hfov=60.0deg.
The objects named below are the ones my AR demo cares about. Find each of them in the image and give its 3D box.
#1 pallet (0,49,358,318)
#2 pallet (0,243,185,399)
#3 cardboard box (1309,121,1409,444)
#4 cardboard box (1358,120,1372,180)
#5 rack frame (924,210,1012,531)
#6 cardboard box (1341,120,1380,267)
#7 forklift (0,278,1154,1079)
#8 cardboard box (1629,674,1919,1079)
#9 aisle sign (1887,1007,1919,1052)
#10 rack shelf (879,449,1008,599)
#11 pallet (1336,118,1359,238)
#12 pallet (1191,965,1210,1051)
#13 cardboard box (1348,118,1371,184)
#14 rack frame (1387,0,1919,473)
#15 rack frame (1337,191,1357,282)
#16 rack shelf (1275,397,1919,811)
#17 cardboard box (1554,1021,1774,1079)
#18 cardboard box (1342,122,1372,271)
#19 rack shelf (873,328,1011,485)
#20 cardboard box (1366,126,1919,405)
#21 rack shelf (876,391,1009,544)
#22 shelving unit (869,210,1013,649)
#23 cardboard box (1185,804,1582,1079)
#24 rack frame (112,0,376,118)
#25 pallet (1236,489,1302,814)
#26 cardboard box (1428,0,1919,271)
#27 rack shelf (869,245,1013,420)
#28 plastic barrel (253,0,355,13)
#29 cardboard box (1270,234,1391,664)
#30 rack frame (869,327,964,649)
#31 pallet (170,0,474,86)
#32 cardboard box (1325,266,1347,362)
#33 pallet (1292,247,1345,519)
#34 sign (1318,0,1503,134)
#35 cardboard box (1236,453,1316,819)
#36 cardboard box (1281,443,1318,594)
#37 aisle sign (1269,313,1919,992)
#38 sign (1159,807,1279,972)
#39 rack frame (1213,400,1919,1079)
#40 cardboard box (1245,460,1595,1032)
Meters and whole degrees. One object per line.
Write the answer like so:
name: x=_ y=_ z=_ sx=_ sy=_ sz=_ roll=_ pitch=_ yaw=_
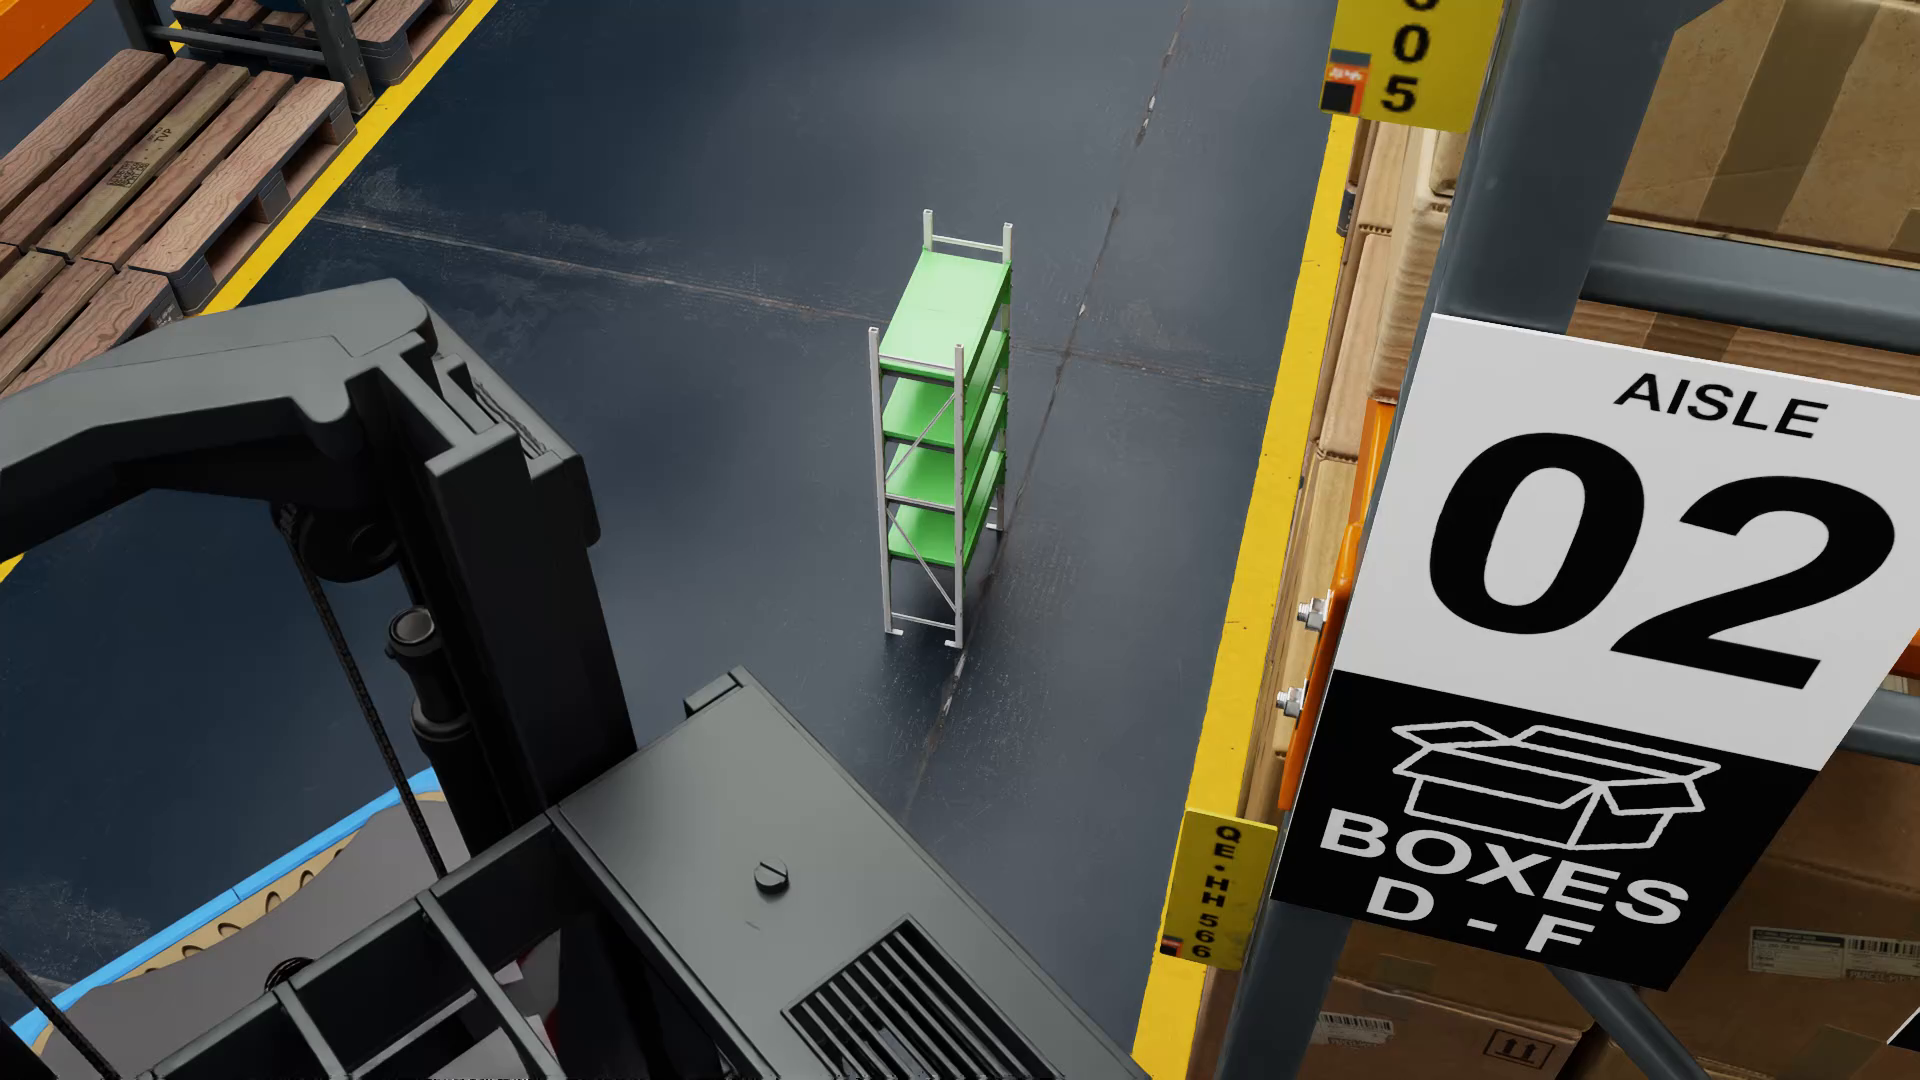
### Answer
pallet: x=-3.058 y=-1.393 z=6.338 sx=1.003 sy=0.211 sz=1.213 roll=12 pitch=50 yaw=10
pallet: x=-3.378 y=-0.508 z=5.557 sx=1.003 sy=0.211 sz=1.213 roll=12 pitch=50 yaw=10
cardboard box: x=0.939 y=-0.463 z=2.925 sx=0.500 sy=0.500 sz=0.500 roll=13 pitch=50 yaw=11
cardboard box: x=1.347 y=-1.222 z=4.261 sx=0.500 sy=0.500 sz=0.500 roll=12 pitch=50 yaw=11
rack frame: x=0.021 y=-0.454 z=4.850 sx=0.240 sy=1.200 sz=0.015 roll=12 pitch=50 yaw=10
cardboard box: x=1.074 y=-0.835 z=3.253 sx=0.500 sy=0.500 sz=0.500 roll=13 pitch=50 yaw=11
forklift: x=-0.443 y=1.251 z=2.191 sx=1.130 sy=2.935 sz=3.031 roll=-33 pitch=56 yaw=-26
cardboard box: x=1.194 y=0.385 z=2.176 sx=0.500 sy=0.500 sz=0.500 roll=13 pitch=50 yaw=11
aisle sign: x=1.088 y=0.265 z=1.281 sx=0.394 sy=0.787 sz=0.004 roll=12 pitch=50 yaw=10
rack shelf: x=-0.044 y=-0.076 z=4.922 sx=0.258 sy=0.148 sz=0.480 roll=12 pitch=50 yaw=10
pallet: x=2.053 y=-1.548 z=6.475 sx=1.003 sy=0.211 sz=1.213 roll=12 pitch=50 yaw=10
pallet: x=1.052 y=1.309 z=3.954 sx=1.003 sy=0.211 sz=1.213 roll=12 pitch=50 yaw=10
cardboard box: x=1.729 y=-1.607 z=6.041 sx=0.500 sy=0.500 sz=0.500 roll=11 pitch=50 yaw=10
rack frame: x=0.823 y=-0.967 z=0.101 sx=1.000 sy=3.000 sz=0.127 roll=12 pitch=50 yaw=10
rack frame: x=1.875 y=-1.875 z=4.904 sx=1.000 sy=3.000 sz=0.127 roll=12 pitch=50 yaw=10
rack shelf: x=1.349 y=-1.183 z=2.772 sx=1.077 sy=0.370 sz=4.000 roll=12 pitch=50 yaw=10
cardboard box: x=1.194 y=0.716 z=2.550 sx=0.500 sy=0.500 sz=0.500 roll=13 pitch=50 yaw=11
cardboard box: x=1.213 y=-0.861 z=3.942 sx=0.500 sy=0.500 sz=0.500 roll=11 pitch=50 yaw=10
rack shelf: x=-0.044 y=-0.394 z=4.562 sx=0.258 sy=0.148 sz=0.480 roll=12 pitch=50 yaw=10
cardboard box: x=0.703 y=-0.348 z=1.656 sx=0.500 sy=0.250 sz=0.500 roll=12 pitch=50 yaw=10
rack shelf: x=-0.044 y=-0.235 z=4.742 sx=0.258 sy=0.148 sz=0.480 roll=12 pitch=50 yaw=10
shelving unit: x=-0.044 y=-0.277 z=4.694 sx=0.258 sy=1.200 sz=0.503 roll=12 pitch=50 yaw=10
cardboard box: x=0.678 y=0.608 z=2.646 sx=0.500 sy=0.500 sz=0.500 roll=13 pitch=50 yaw=11
rack frame: x=-2.902 y=-2.855 z=5.769 sx=1.000 sy=3.000 sz=0.127 roll=12 pitch=50 yaw=10
pallet: x=1.375 y=0.430 z=4.730 sx=1.003 sy=0.211 sz=1.213 roll=12 pitch=50 yaw=10
cardboard box: x=0.712 y=-0.512 z=1.467 sx=0.500 sy=0.250 sz=0.500 roll=12 pitch=50 yaw=10
rack shelf: x=-0.044 y=-0.553 z=4.383 sx=0.258 sy=0.148 sz=0.480 roll=12 pitch=50 yaw=10
plastic barrel: x=-2.743 y=-2.690 z=6.743 sx=0.600 sy=0.901 sz=0.708 roll=12 pitch=50 yaw=10
cardboard box: x=0.807 y=-0.087 z=2.593 sx=0.500 sy=0.500 sz=0.500 roll=13 pitch=50 yaw=11
rack frame: x=-0.108 y=-0.101 z=4.539 sx=0.240 sy=1.200 sz=0.015 roll=12 pitch=50 yaw=10
pallet: x=-2.659 y=-2.482 z=7.300 sx=1.003 sy=0.211 sz=1.213 roll=12 pitch=50 yaw=10
cardboard box: x=1.080 y=-0.493 z=3.617 sx=0.500 sy=0.500 sz=0.500 roll=11 pitch=49 yaw=10
pallet: x=1.694 y=-0.456 z=5.511 sx=1.003 sy=0.211 sz=1.213 roll=12 pitch=50 yaw=10
sign: x=0.292 y=-0.391 z=1.003 sx=0.100 sy=0.325 sz=0.005 roll=12 pitch=50 yaw=10
cardboard box: x=0.811 y=0.232 z=2.978 sx=0.500 sy=0.500 sz=0.500 roll=12 pitch=50 yaw=10
cardboard box: x=0.948 y=-0.128 z=3.296 sx=0.500 sy=0.500 sz=0.500 roll=12 pitch=50 yaw=10
aisle sign: x=0.509 y=0.147 z=1.386 sx=0.394 sy=0.787 sz=0.004 roll=12 pitch=50 yaw=10
sign: x=0.292 y=0.407 z=1.907 sx=0.100 sy=0.325 sz=0.005 roll=12 pitch=50 yaw=10
rack frame: x=0.823 y=1.018 z=2.351 sx=1.000 sy=3.000 sz=0.127 roll=12 pitch=50 yaw=10
cardboard box: x=0.674 y=0.278 z=2.270 sx=0.500 sy=0.500 sz=0.500 roll=11 pitch=50 yaw=10
